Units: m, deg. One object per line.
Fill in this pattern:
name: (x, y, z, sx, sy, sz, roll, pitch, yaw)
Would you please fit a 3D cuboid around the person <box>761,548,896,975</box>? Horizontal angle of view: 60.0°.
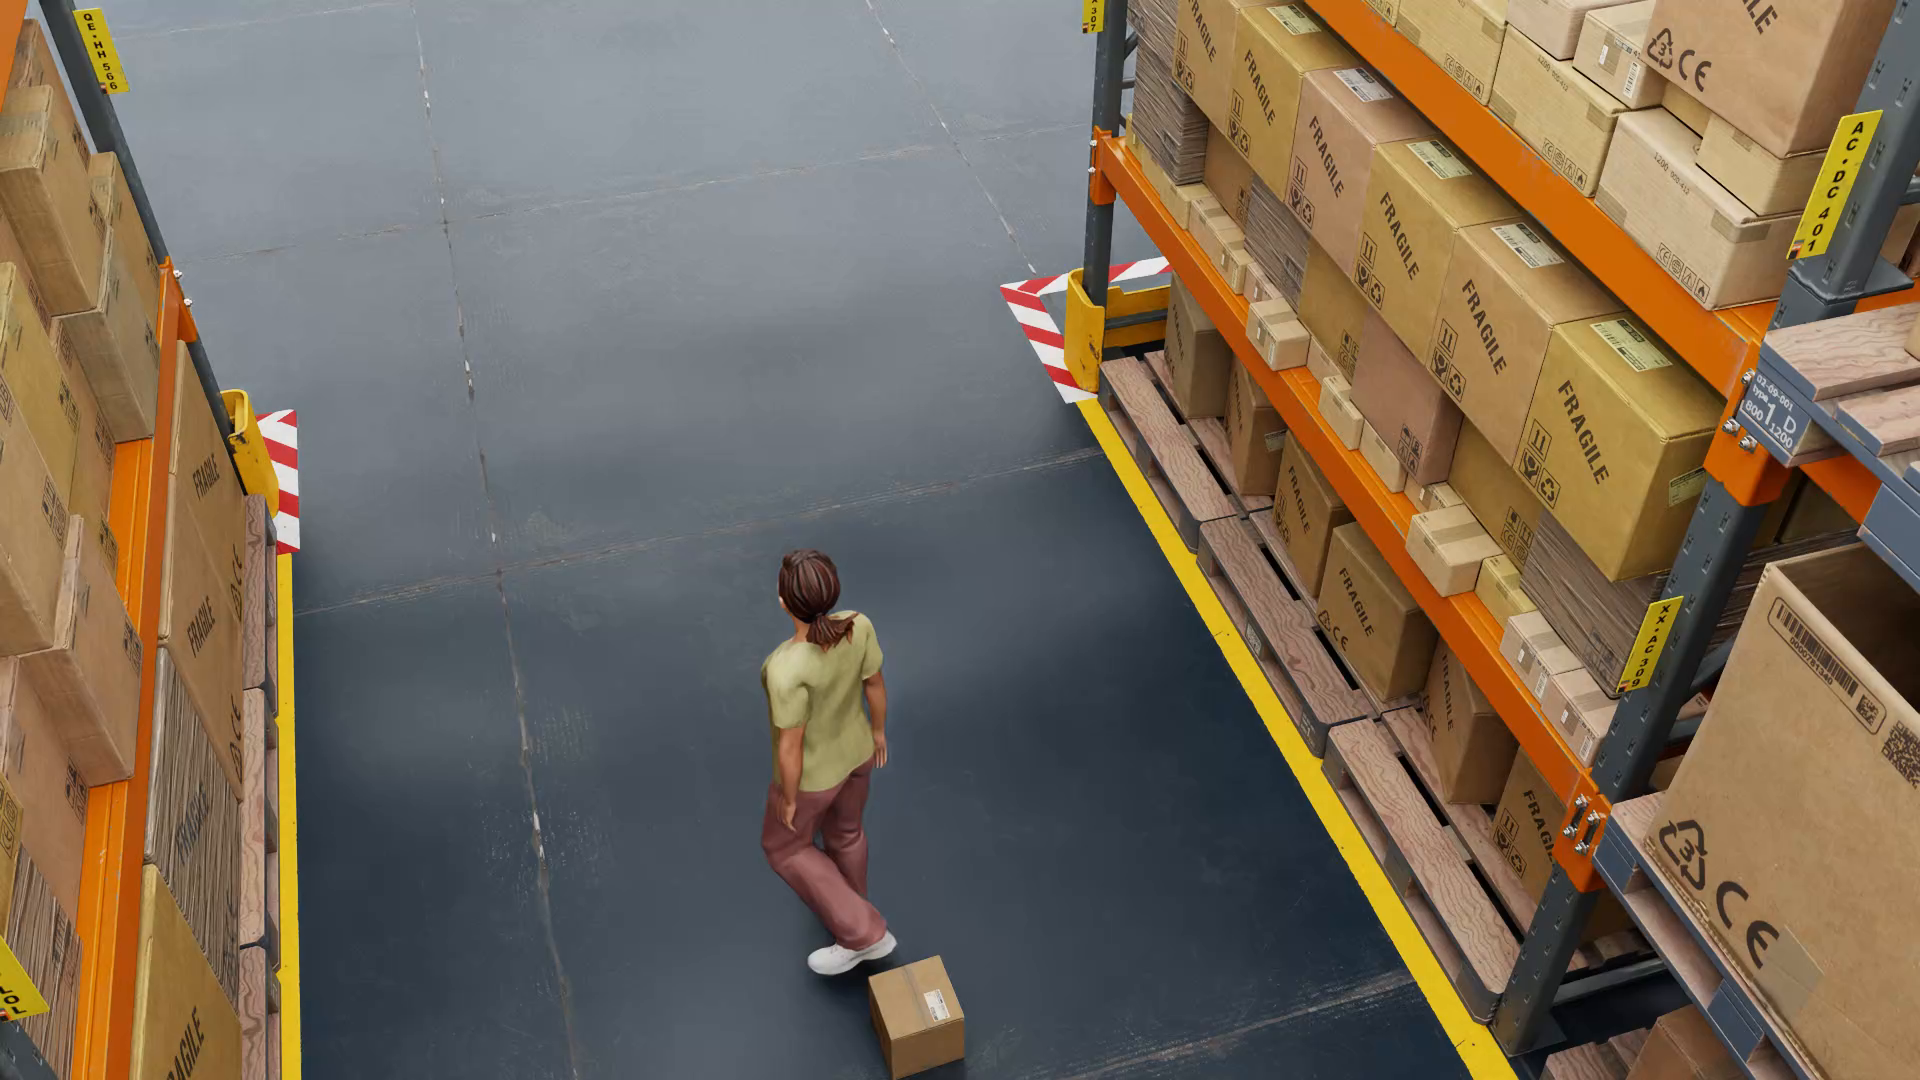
person: (-0.385, 0.760, 5.331, 0.512, 1.666, 0.519, 30, 50, 29)
